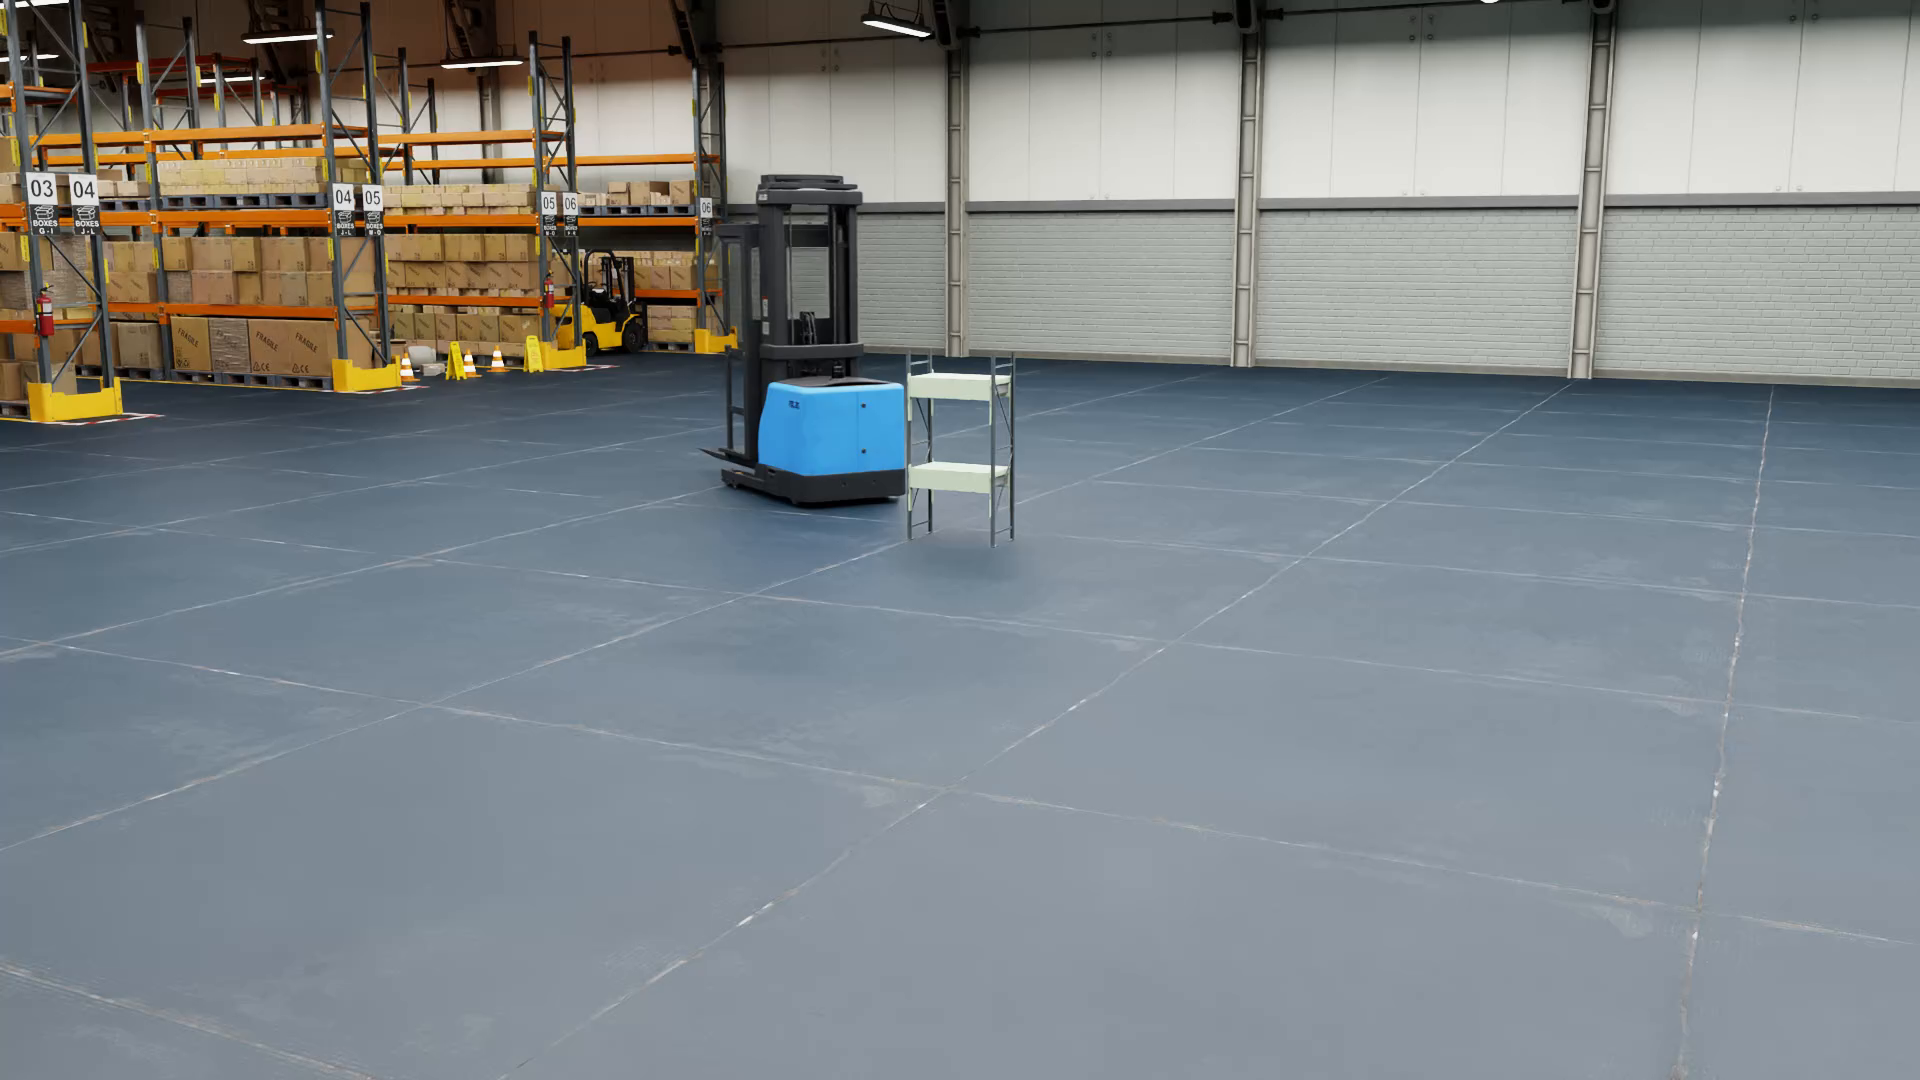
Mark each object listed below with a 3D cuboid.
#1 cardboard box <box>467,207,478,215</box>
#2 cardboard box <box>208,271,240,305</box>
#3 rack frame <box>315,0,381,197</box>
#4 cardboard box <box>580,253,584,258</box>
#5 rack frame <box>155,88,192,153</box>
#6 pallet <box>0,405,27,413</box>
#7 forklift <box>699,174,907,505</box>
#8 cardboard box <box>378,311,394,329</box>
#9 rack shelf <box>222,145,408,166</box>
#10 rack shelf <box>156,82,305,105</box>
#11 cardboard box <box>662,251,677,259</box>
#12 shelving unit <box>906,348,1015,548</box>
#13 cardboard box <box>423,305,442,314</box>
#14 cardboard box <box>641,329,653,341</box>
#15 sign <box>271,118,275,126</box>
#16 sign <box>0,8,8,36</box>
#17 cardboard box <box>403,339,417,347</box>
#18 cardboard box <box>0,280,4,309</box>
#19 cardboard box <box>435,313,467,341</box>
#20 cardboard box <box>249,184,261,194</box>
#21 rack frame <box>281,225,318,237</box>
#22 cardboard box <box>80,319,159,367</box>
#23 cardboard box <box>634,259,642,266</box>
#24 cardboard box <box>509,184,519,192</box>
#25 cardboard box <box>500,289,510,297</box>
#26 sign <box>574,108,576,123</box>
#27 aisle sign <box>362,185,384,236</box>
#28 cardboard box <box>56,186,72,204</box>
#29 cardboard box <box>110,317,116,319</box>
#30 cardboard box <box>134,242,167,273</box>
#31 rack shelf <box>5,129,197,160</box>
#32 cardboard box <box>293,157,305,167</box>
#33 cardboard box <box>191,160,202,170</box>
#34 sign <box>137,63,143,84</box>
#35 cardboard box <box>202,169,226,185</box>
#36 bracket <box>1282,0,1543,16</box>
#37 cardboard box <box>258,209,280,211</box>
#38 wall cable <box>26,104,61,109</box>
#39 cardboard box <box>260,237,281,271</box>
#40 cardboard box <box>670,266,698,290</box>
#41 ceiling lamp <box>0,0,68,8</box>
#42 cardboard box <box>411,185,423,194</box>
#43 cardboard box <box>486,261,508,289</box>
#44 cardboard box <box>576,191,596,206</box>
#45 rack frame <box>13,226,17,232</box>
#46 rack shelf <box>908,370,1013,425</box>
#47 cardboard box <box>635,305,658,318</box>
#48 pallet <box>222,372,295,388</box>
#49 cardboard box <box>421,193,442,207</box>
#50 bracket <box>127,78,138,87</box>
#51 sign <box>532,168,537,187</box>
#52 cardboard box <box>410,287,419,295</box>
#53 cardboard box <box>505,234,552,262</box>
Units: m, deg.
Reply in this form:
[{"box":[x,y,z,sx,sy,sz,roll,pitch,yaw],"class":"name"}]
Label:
[{"box":[-8.982,-6.144,31.038,0.250,0.149,0.380,5,11,24],"class":"cardboard box"},{"box":[-11.818,-4.165,27.399,0.550,0.550,0.875,5,11,26],"class":"cardboard box"},{"box":[-9.502,-6.856,25.846,0.127,3.000,1.000,5,11,26],"class":"rack frame"},{"box":[-8.135,-6.228,36.284,0.250,0.149,0.380,5,11,25],"class":"cardboard box"},{"box":[-19.558,-9.709,41.606,0.127,3.000,1.000,5,11,26],"class":"rack frame"},{"box":[-13.658,-1.920,23.246,1.213,0.211,1.003,5,11,26],"class":"pallet"},{"box":[-1.657,-1.972,15.897,1.130,2.935,3.031,-6,12,-29],"class":"forklift"},{"box":[-13.302,-5.143,39.064,0.500,0.500,0.500,5,11,25],"class":"cardboard box"},{"box":[-12.783,-7.577,32.970,4.000,0.370,1.077,5,11,26],"class":"rack shelf"},{"box":[-17.764,-10.832,40.503,4.000,0.370,1.077,5,11,26],"class":"rack shelf"},{"box":[-6.105,-6.036,35.221,0.250,0.149,0.380,5,12,27],"class":"cardboard box"},{"box":[0.006,-0.737,13.094,0.755,1.500,0.431,5,11,26],"class":"shelving unit"},{"box":[-10.033,-4.411,31.792,0.250,0.149,0.380,6,12,28],"class":"cardboard box"},{"box":[-6.657,-4.418,35.758,0.500,0.250,0.500,5,11,26],"class":"cardboard box"},{"box":[-16.227,-9.807,39.303,0.005,0.325,0.100,5,11,26],"class":"sign"},{"box":[-12.051,-6.523,20.934,0.005,0.325,0.100,5,11,26],"class":"sign"},{"box":[-10.580,-3.782,32.246,0.500,0.250,0.500,4,11,23],"class":"cardboard box"},{"box":[-12.770,-3.384,22.387,0.500,0.500,0.875,5,11,26],"class":"cardboard box"},{"box":[-9.630,-4.070,31.729,0.500,0.500,0.500,6,12,29],"class":"cardboard box"},{"box":[-11.089,-5.585,26.488,0.250,0.149,0.380,5,11,26],"class":"cardboard box"},{"box":[-15.971,-6.441,40.398,0.127,3.000,1.000,5,11,26],"class":"rack frame"},{"box":[-14.549,-3.430,28.899,0.750,0.750,1.050,5,11,26],"class":"cardboard box"},{"box":[-6.806,-5.944,35.548,0.250,0.149,0.380,5,11,26],"class":"cardboard box"},{"box":[-8.051,-6.454,30.509,0.250,0.149,0.380,5,12,27],"class":"cardboard box"},{"box":[-8.329,-4.600,30.931,0.250,0.149,0.380,5,11,25],"class":"cardboard box"},{"box":[-8.529,-9.387,36.763,0.005,0.325,0.100,5,11,26],"class":"sign"},{"box":[-9.306,-5.226,26.382,0.004,0.787,0.394,5,11,26],"class":"aisle sign"},{"box":[-12.105,-4.602,22.231,0.500,0.250,0.500,5,12,28],"class":"cardboard box"},{"box":[-18.679,-4.661,36.576,0.875,0.438,0.875,5,11,25],"class":"cardboard box"},{"box":[-13.537,-4.799,28.234,0.500,0.500,0.700,5,11,25],"class":"cardboard box"},{"box":[-14.883,-6.778,28.558,4.000,0.370,1.077,5,11,26],"class":"rack shelf"},{"box":[-10.177,-5.897,25.975,0.250,0.149,0.380,5,11,26],"class":"cardboard box"},{"box":[-12.229,-6.077,26.970,0.250,0.149,0.380,5,11,25],"class":"cardboard box"},{"box":[-13.318,-7.582,27.013,0.005,0.325,0.100,5,11,26],"class":"sign"},{"box":[-11.869,-5.861,26.897,0.500,0.250,0.500,5,11,25],"class":"cardboard box"},{"box":[7.867,-9.179,28.569,4.783,0.066,0.076,5,11,26],"class":"bracket"},{"box":[-13.731,-6.782,33.578,0.500,0.500,0.700,5,11,26],"class":"cardboard box"},{"box":[-24.053,-13.095,44.698,0.133,3.039,2.988,5,11,26],"class":"wall cable"},{"box":[-10.794,-4.639,26.988,0.550,0.550,0.875,5,11,26],"class":"cardboard box"},{"box":[-5.767,-5.542,35.147,0.500,0.500,0.500,5,11,25],"class":"cardboard box"},{"box":[-14.034,-9.689,25.108,2.000,3.185,0.800,5,11,26],"class":"ceiling lamp"},{"box":[-10.149,-6.623,31.444,0.250,0.149,0.380,5,11,25],"class":"cardboard box"},{"box":[-8.458,-4.937,30.972,0.500,0.500,0.500,5,11,26],"class":"cardboard box"},{"box":[-8.158,-7.395,36.033,0.500,0.311,0.500,5,12,27],"class":"cardboard box"},{"box":[-21.751,-5.964,37.758,0.127,3.000,1.000,5,11,26],"class":"rack frame"},{"box":[0.006,-1.122,13.024,0.720,0.370,0.431,5,11,26],"class":"rack shelf"},{"box":[-6.678,-4.905,35.645,0.500,0.250,0.500,5,11,27],"class":"cardboard box"},{"box":[-11.344,-2.679,27.440,1.213,0.211,1.003,5,11,26],"class":"pallet"},{"box":[-9.806,-6.407,31.374,0.500,0.250,0.500,5,11,26],"class":"cardboard box"},{"box":[-21.362,-11.747,42.761,0.430,0.232,0.235,5,11,26],"class":"bracket"},{"box":[-7.666,-6.527,29.965,0.005,0.325,0.100,5,11,26],"class":"sign"},{"box":[-10.348,-4.791,31.983,0.250,0.149,0.380,5,11,26],"class":"cardboard box"},{"box":[-7.957,-5.396,30.697,0.500,0.500,0.700,5,11,24],"class":"cardboard box"}]
